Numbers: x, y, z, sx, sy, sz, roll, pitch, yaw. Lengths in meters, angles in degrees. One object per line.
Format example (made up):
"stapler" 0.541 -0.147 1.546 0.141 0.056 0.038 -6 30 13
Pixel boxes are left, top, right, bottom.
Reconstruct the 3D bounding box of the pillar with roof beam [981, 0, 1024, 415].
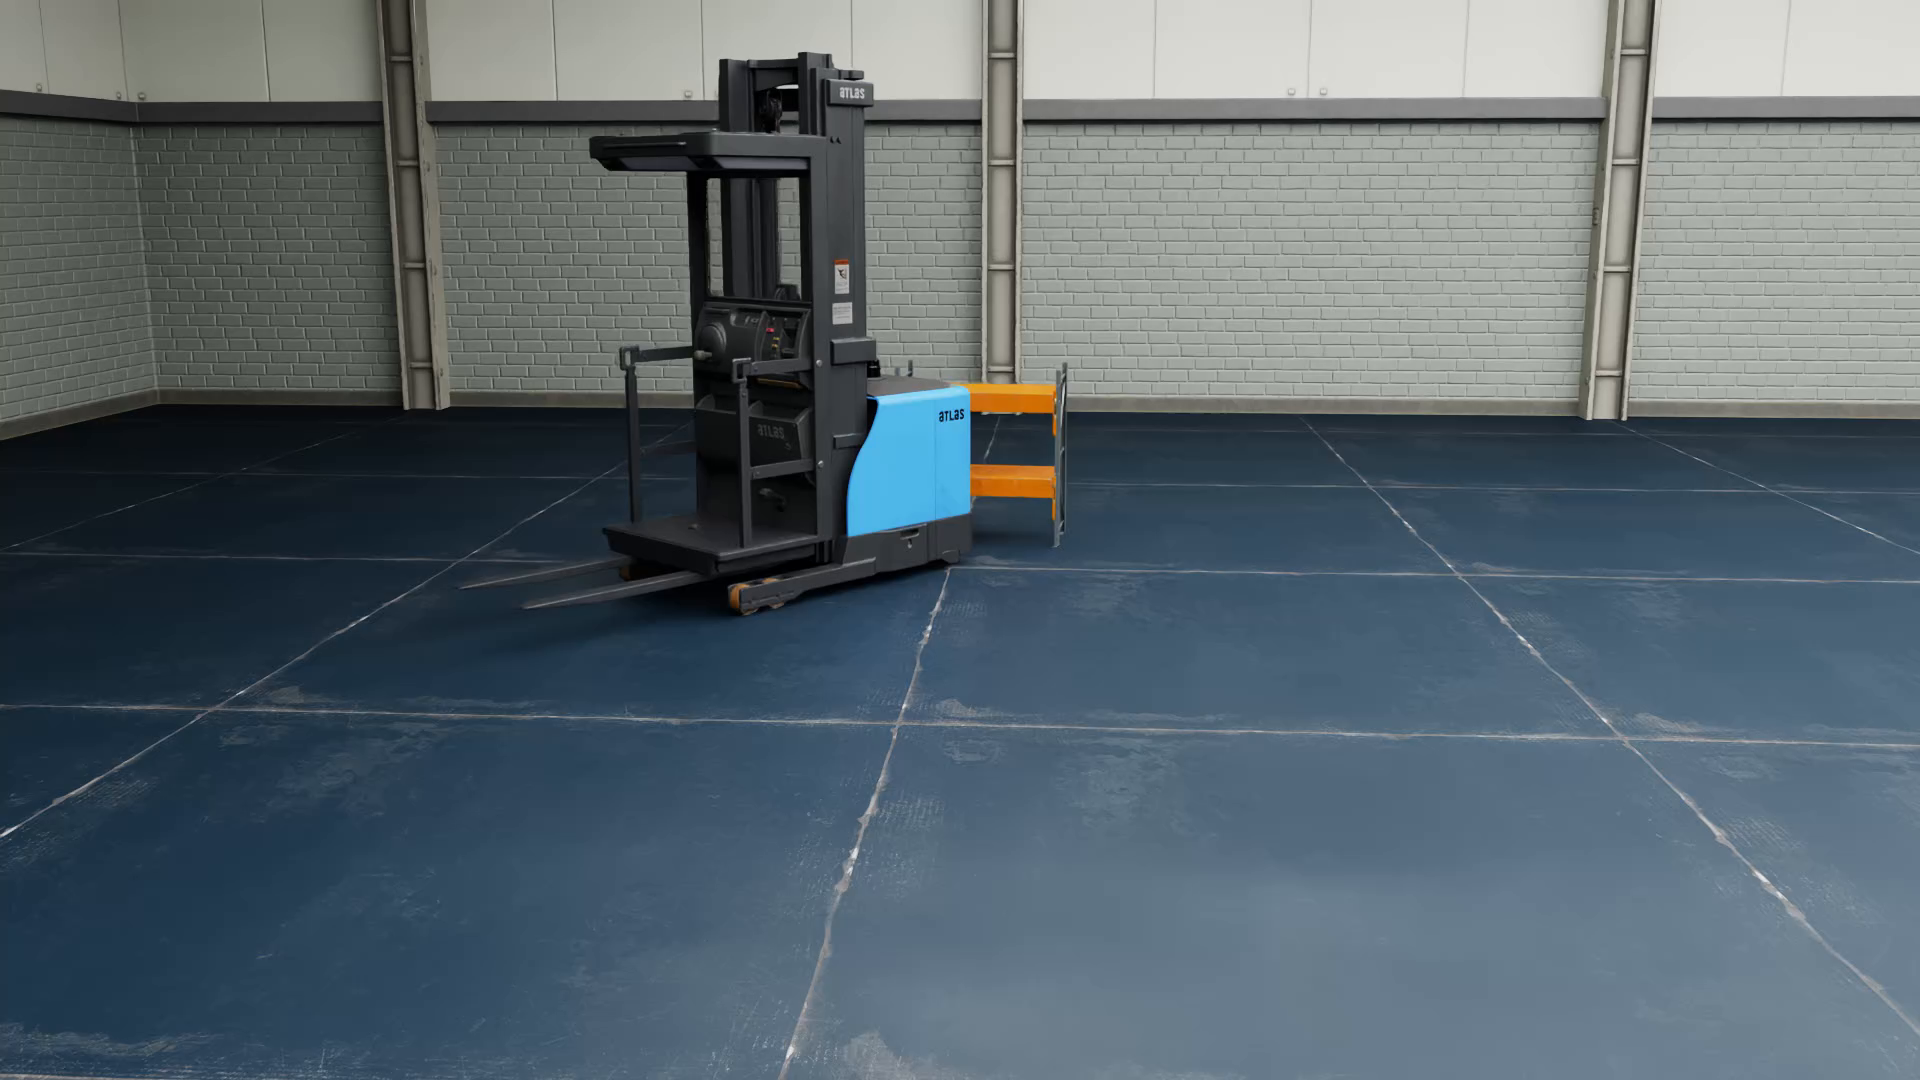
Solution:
"pillar with roof beam" 0.132 -4.826 11.863 0.400 9.000 9.100 1 12 4

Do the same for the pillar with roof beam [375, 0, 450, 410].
"pillar with roof beam" -5.855 -4.909 12.255 0.400 9.000 9.100 1 12 4

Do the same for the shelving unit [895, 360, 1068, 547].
"shelving unit" 0.144 -0.570 10.744 1.048 1.125 0.538 2 12 8

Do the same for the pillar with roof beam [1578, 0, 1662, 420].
"pillar with roof beam" 6.119 -4.744 11.471 0.400 9.000 9.100 1 12 4

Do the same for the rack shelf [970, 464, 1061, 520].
"rack shelf" 0.144 -0.330 10.794 1.000 0.278 0.538 2 12 8

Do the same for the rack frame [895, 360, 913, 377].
"rack frame" -0.359 -0.585 10.818 0.032 1.125 0.500 2 12 8

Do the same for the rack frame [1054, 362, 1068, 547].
"rack frame" 0.647 -0.554 10.670 0.032 1.125 0.500 2 12 8

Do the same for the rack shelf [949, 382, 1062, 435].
"rack shelf" 0.144 -0.856 10.684 1.000 0.278 0.538 2 12 8

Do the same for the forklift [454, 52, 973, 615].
"forklift" -1.308 -1.153 9.123 1.130 2.935 3.031 11 16 43
